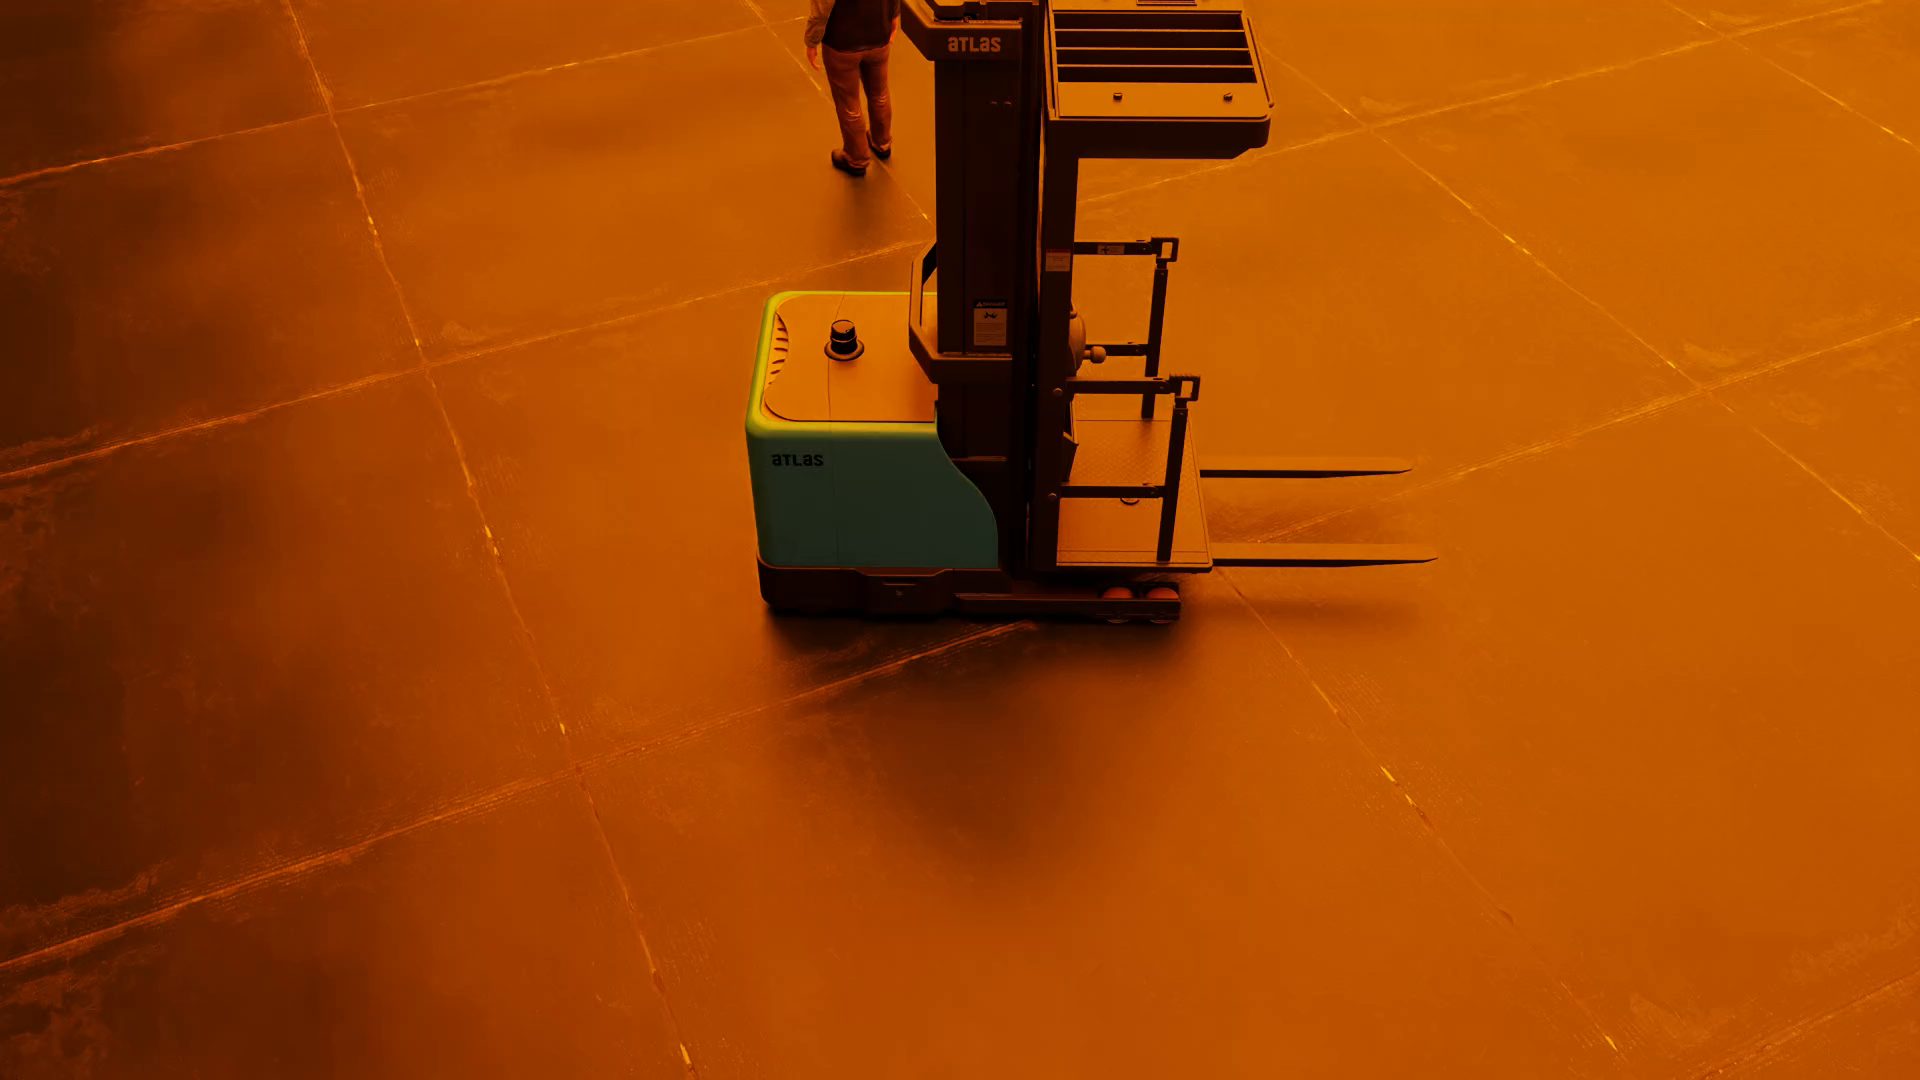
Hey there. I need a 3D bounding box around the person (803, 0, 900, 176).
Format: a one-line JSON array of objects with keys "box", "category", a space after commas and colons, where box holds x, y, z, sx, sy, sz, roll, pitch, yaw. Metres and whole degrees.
[{"box": [-0.642, -2.947, 9.713, 0.632, 1.720, 0.569, -23, 48, -23], "category": "person"}]

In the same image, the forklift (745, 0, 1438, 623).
[{"box": [0.623, -1.067, 6.823, 3.031, 2.935, 1.130, 0, 43, 0], "category": "forklift"}]
